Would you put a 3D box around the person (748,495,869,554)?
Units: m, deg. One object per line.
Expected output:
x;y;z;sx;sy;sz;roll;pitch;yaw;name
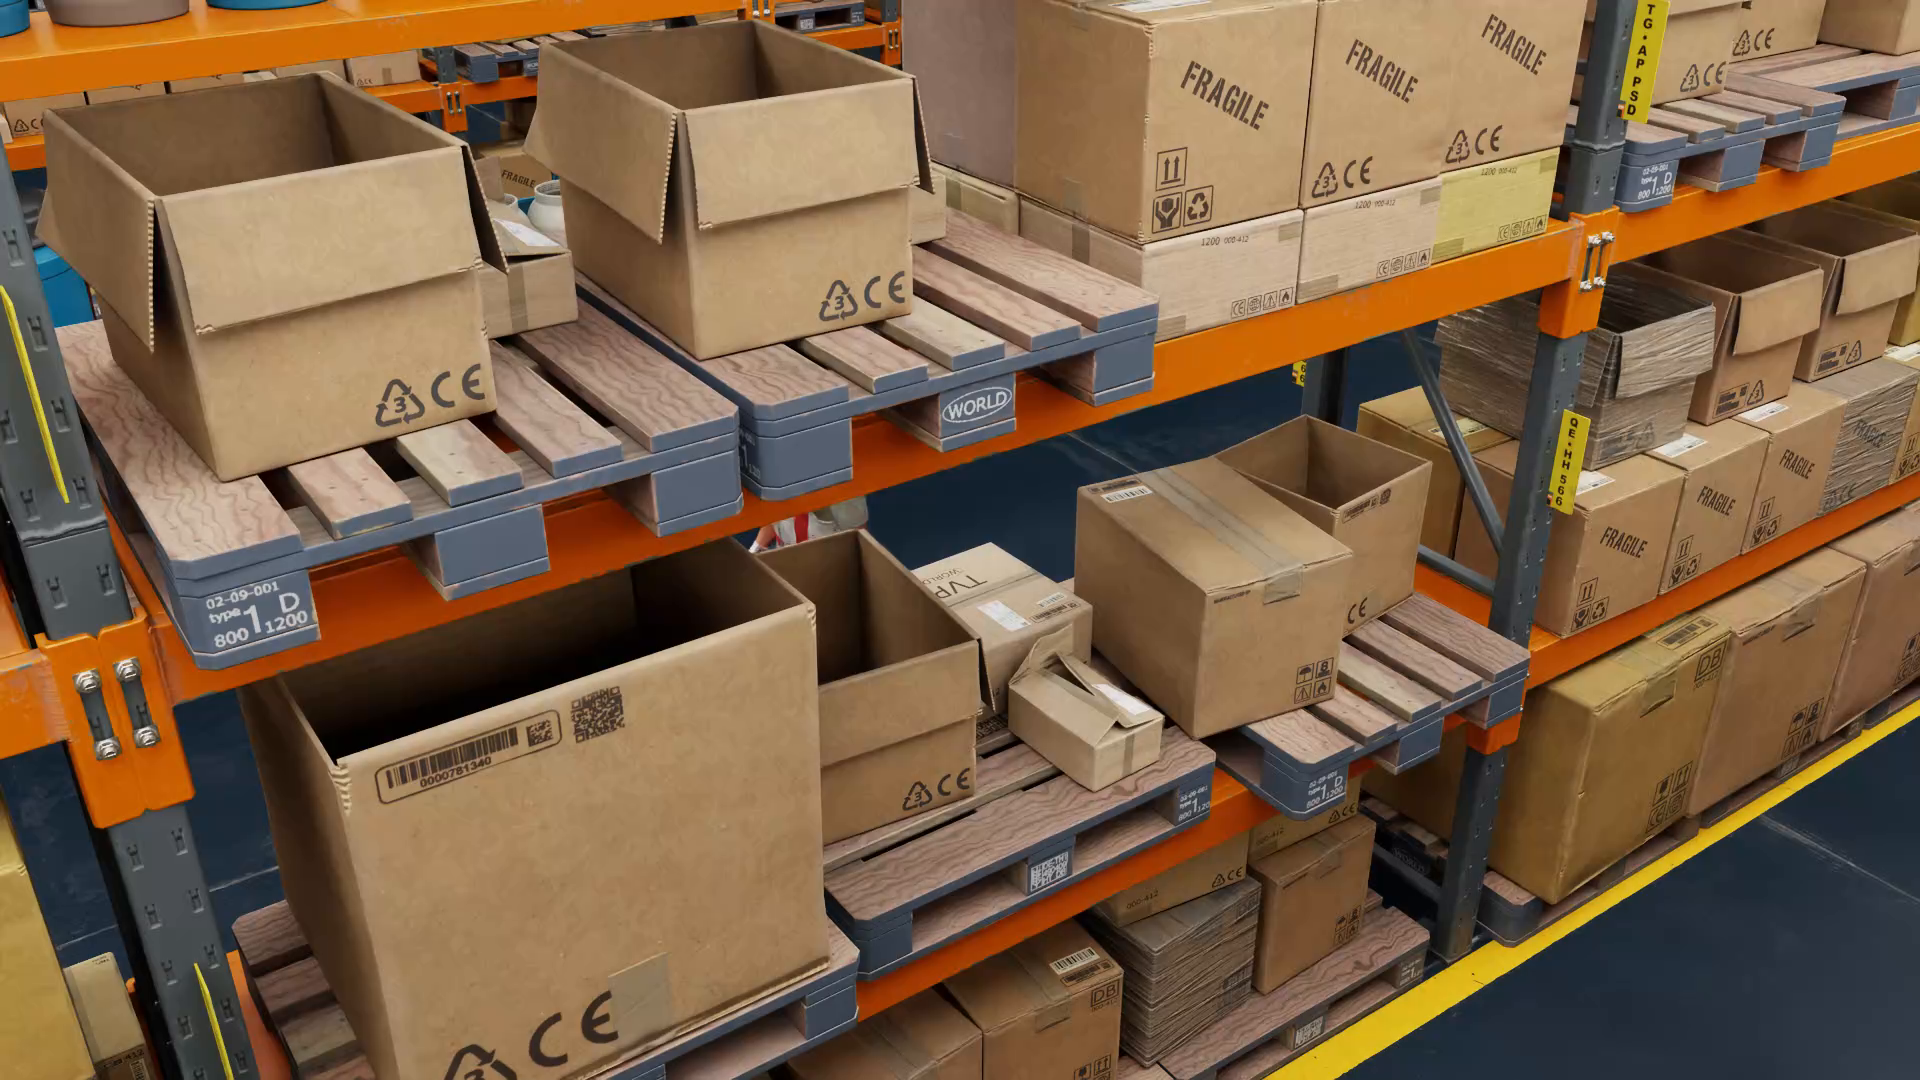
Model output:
-0.678;0.144;6.786;1.035;1.724;0.540;-12;31;-21;person
